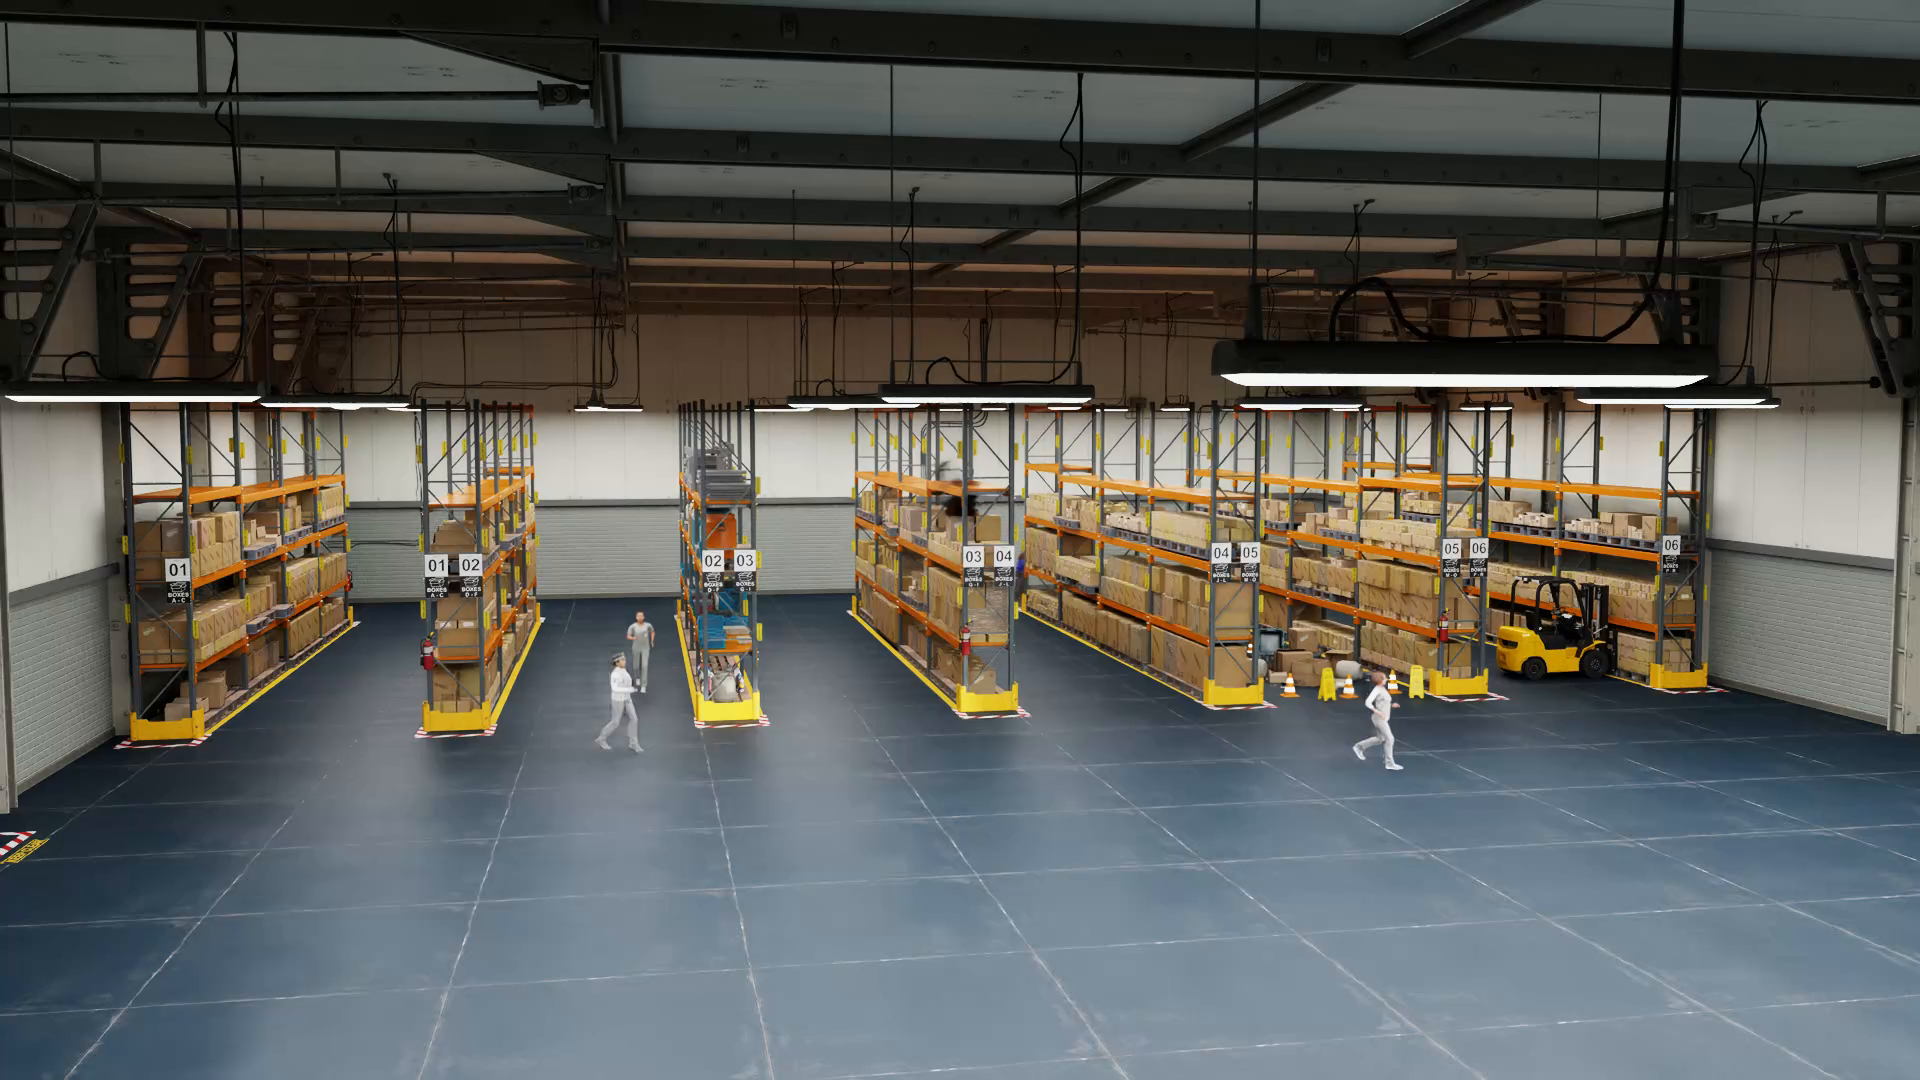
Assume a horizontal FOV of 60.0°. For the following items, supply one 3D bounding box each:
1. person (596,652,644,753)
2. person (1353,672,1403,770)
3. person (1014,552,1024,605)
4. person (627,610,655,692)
[{"bbox_3d":[-5.770,2.756,28.170,0.827,1.743,0.616,1,4,15],"label":"person"},{"bbox_3d":[6.753,2.906,26.834,0.815,1.571,0.547,2,5,23],"label":"person"},{"bbox_3d":[1.792,1.178,49.699,0.601,1.643,0.596,-2,5,-26],"label":"person"},{"bbox_3d":[-6.598,2.275,34.405,0.569,1.647,0.963,-1,4,-10],"label":"person"}]
